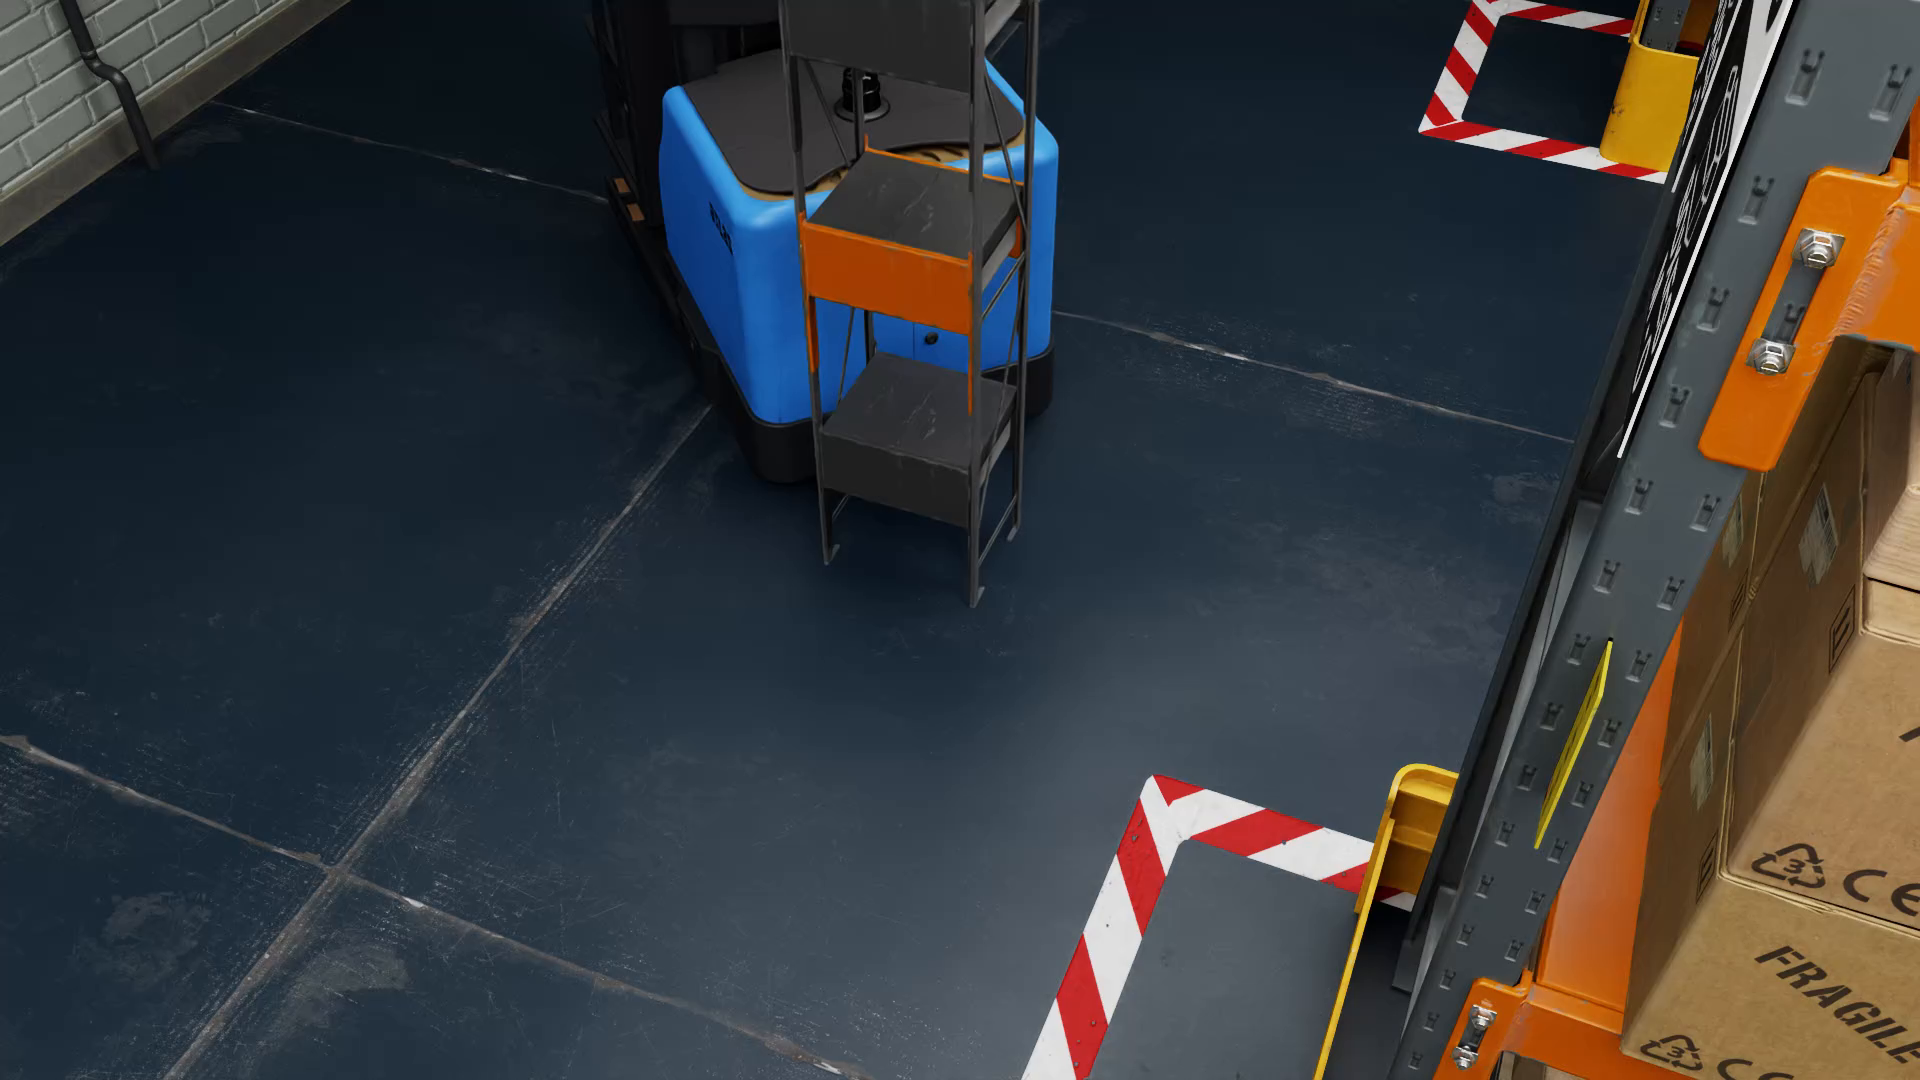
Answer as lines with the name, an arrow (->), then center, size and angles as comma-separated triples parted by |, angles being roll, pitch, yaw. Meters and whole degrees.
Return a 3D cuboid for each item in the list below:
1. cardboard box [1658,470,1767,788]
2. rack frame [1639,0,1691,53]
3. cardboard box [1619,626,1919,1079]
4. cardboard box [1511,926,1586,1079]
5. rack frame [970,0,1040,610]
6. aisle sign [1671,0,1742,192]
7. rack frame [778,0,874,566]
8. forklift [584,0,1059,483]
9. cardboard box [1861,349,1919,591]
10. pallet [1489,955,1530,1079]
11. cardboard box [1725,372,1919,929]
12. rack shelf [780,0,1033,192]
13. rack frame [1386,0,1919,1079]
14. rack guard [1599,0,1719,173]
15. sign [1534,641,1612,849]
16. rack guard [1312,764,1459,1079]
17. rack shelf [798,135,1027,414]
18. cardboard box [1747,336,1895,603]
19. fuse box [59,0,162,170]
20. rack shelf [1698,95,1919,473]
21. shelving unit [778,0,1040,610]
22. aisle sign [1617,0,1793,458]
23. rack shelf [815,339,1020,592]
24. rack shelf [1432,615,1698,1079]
cardboard box -> 1.568, 0.172, 2.880 | 0.500, 0.500, 0.500 | 17, 47, 16
rack frame -> 2.928, -2.983, 6.122 | 0.127, 3.000, 1.000 | 16, 47, 16
cardboard box -> 1.353, 0.531, 2.519 | 0.500, 0.500, 0.500 | 16, 47, 16
cardboard box -> 1.668, 1.122, 3.514 | 0.875, 0.438, 0.875 | 15, 47, 15
rack frame -> 0.111, -0.665, 4.430 | 0.015, 2.100, 0.400 | 16, 47, 16
aisle sign -> 1.074, -0.894, 2.179 | 0.004, 0.787, 0.394 | 16, 47, 16
rack frame -> -0.340, -0.795, 4.561 | 0.015, 2.100, 0.400 | 16, 47, 16
forklift -> -0.730, -2.274, 5.458 | 1.130, 2.935, 3.031 | -17, 47, -16
cardboard box -> 1.242, -0.094, 1.979 | 0.250, 0.149, 0.380 | 17, 47, 17
pallet -> 1.789, 1.404, 3.690 | 1.213, 0.211, 1.003 | 16, 47, 16
cardboard box -> 1.354, 0.175, 2.168 | 0.500, 0.500, 0.500 | 15, 47, 15
rack shelf -> -0.114, -1.217, 4.011 | 0.480, 0.518, 0.431 | 16, 47, 16
rack frame -> 1.021, 0.249, 2.873 | 0.127, 3.000, 1.000 | 16, 47, 16
rack guard -> 2.998, -2.077, 6.983 | 0.348, 0.500, 1.175 | 16, 47, 16
sign -> 0.801, 0.273, 2.179 | 0.005, 0.325, 0.100 | 16, 47, 16
rack guard -> 0.998, 1.128, 3.761 | 0.348, 0.500, 1.175 | 16, 47, 16
rack shelf -> -0.114, -0.721, 4.505 | 0.480, 0.518, 0.431 | 16, 47, 16
cardboard box -> 1.557, -0.165, 2.510 | 0.500, 0.500, 0.500 | 18, 48, 17
fuse box -> -3.249, -2.138, 6.186 | 0.414, 1.711, 0.539 | 16, 47, 16
rack shelf -> 2.866, -0.016, 1.523 | 4.000, 0.370, 1.077 | 16, 47, 16
shelving unit -> -0.114, -0.730, 4.495 | 0.503, 2.100, 0.431 | 16, 47, 16
aisle sign -> 0.843, -0.504, 1.786 | 0.004, 0.787, 0.394 | 16, 47, 16
rack shelf -> -0.114, -0.224, 4.999 | 0.480, 0.518, 0.431 | 16, 47, 16
rack shelf -> 2.866, 1.047, 2.581 | 4.000, 0.370, 1.077 | 16, 47, 16
